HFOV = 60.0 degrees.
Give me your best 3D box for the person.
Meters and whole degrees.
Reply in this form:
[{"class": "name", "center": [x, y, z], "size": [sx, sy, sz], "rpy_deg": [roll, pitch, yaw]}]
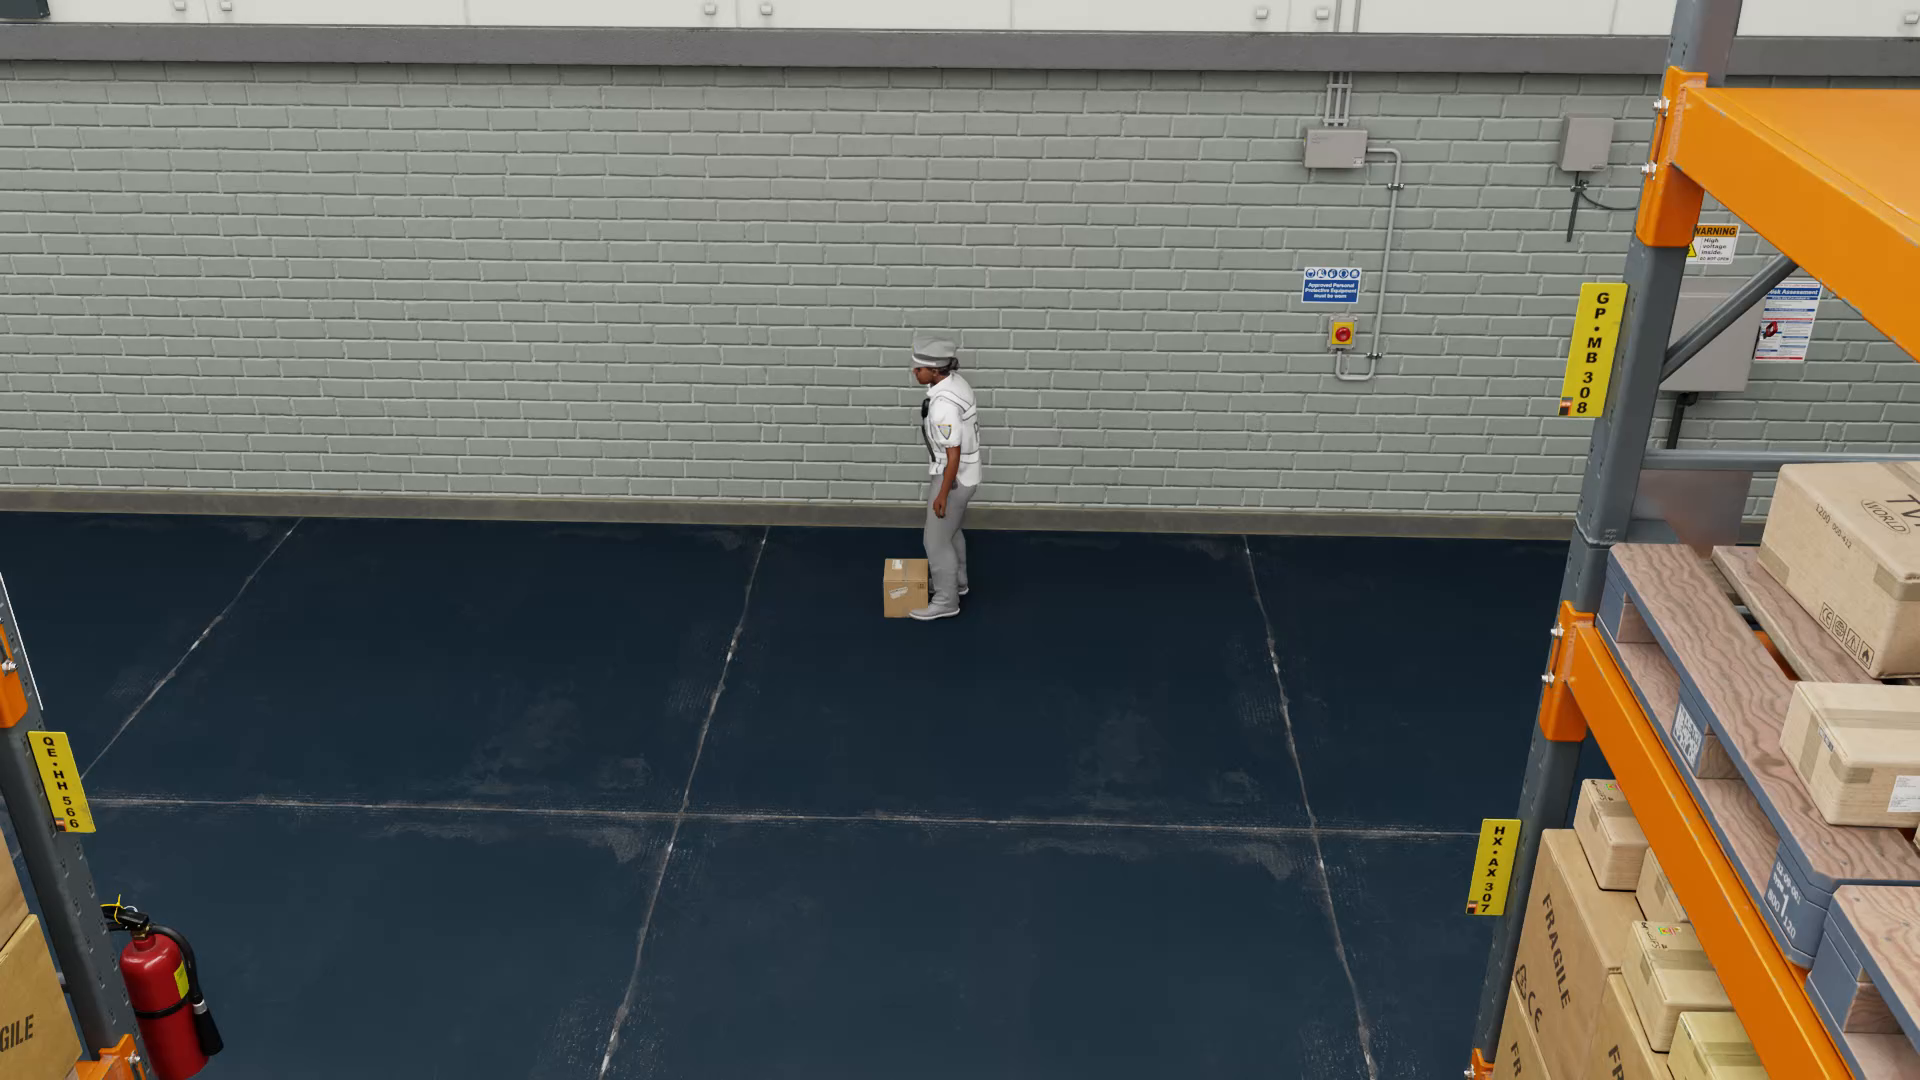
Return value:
[{"class": "person", "center": [-0.087, -0.343, 9.266], "size": [0.417, 1.657, 0.517], "rpy_deg": [1, 28, 1]}]
